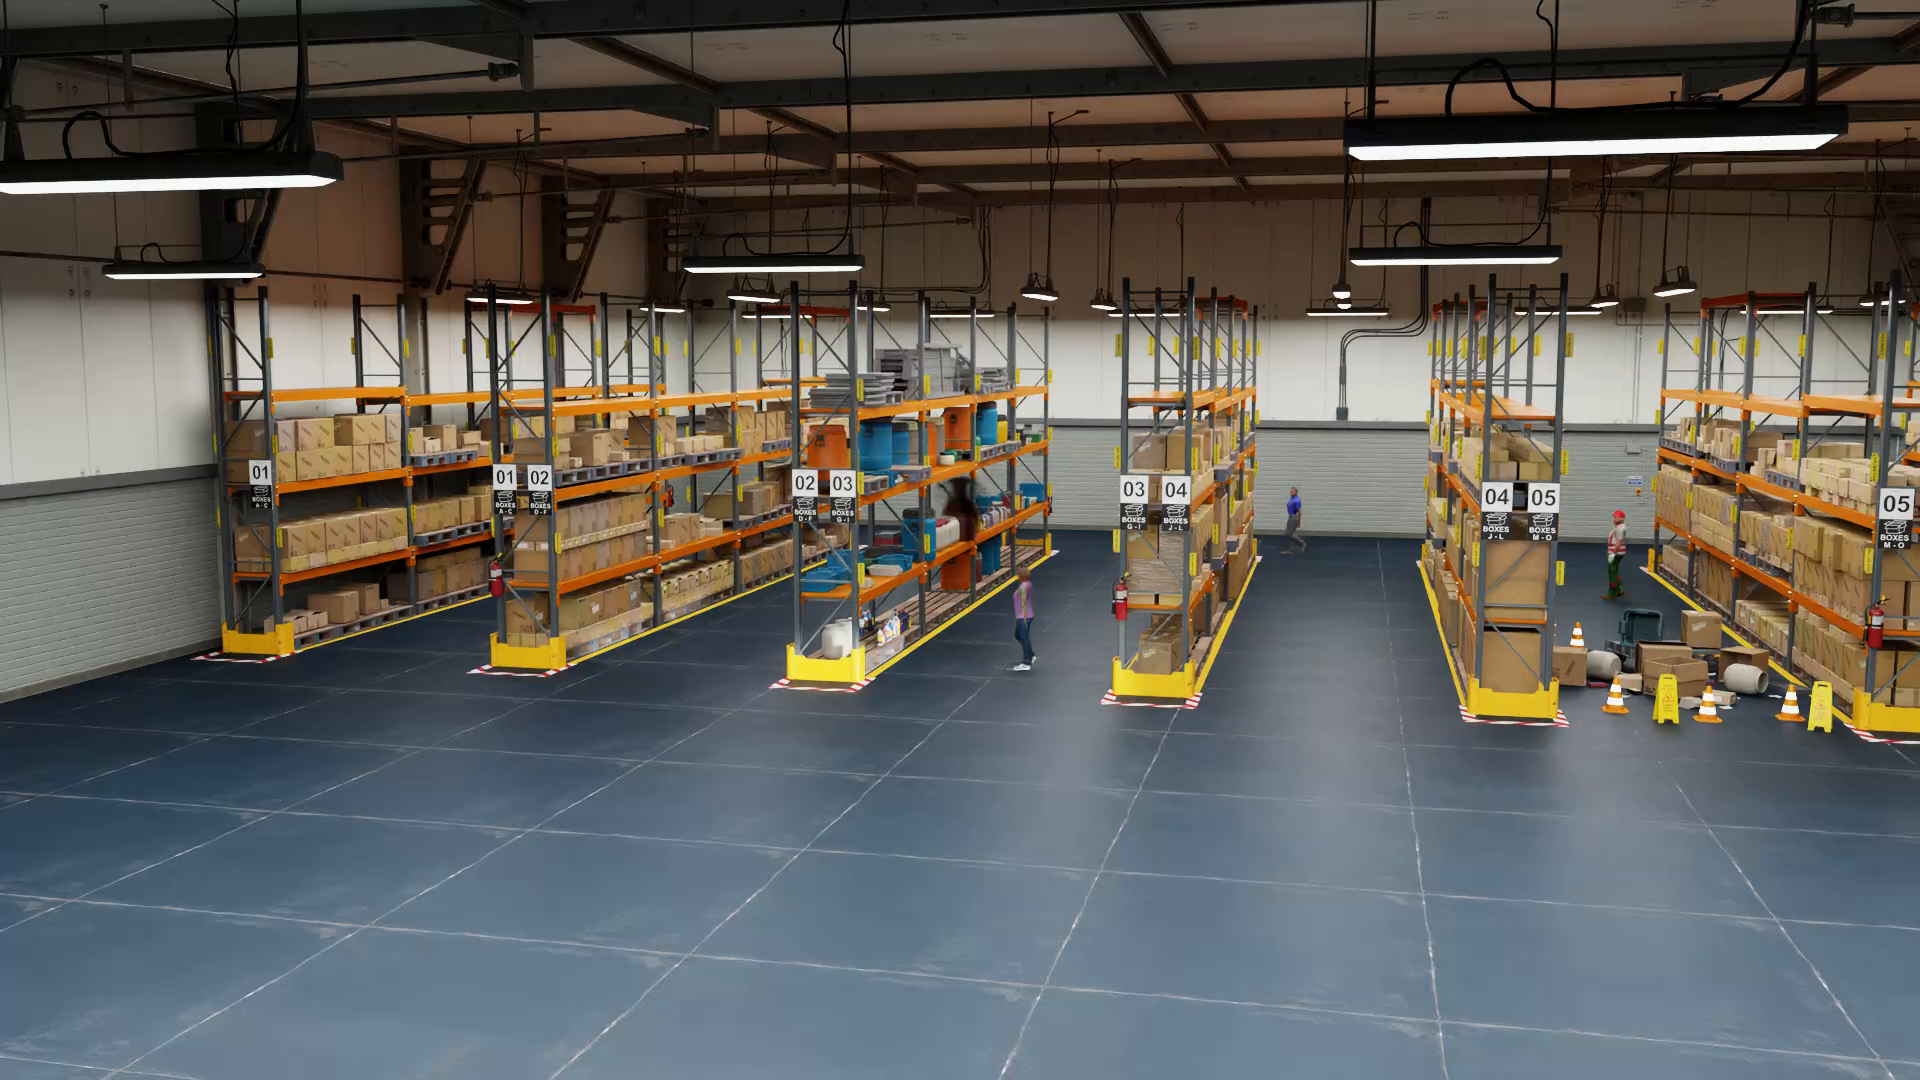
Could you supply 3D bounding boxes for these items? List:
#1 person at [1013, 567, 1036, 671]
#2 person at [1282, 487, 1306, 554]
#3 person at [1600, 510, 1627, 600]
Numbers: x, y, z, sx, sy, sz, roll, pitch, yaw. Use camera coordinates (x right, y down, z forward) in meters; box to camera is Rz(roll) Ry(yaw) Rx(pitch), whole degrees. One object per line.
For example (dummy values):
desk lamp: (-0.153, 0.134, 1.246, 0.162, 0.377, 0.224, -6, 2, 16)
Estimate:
person: (1.009, 1.222, 25.963, 0.357, 1.609, 0.449, 1, 7, 5)
person: (8.115, -0.464, 40.409, 0.526, 1.637, 0.436, 0, 7, -2)
person: (13.081, 0.295, 33.218, 0.487, 1.792, 0.597, 6, 9, 41)
